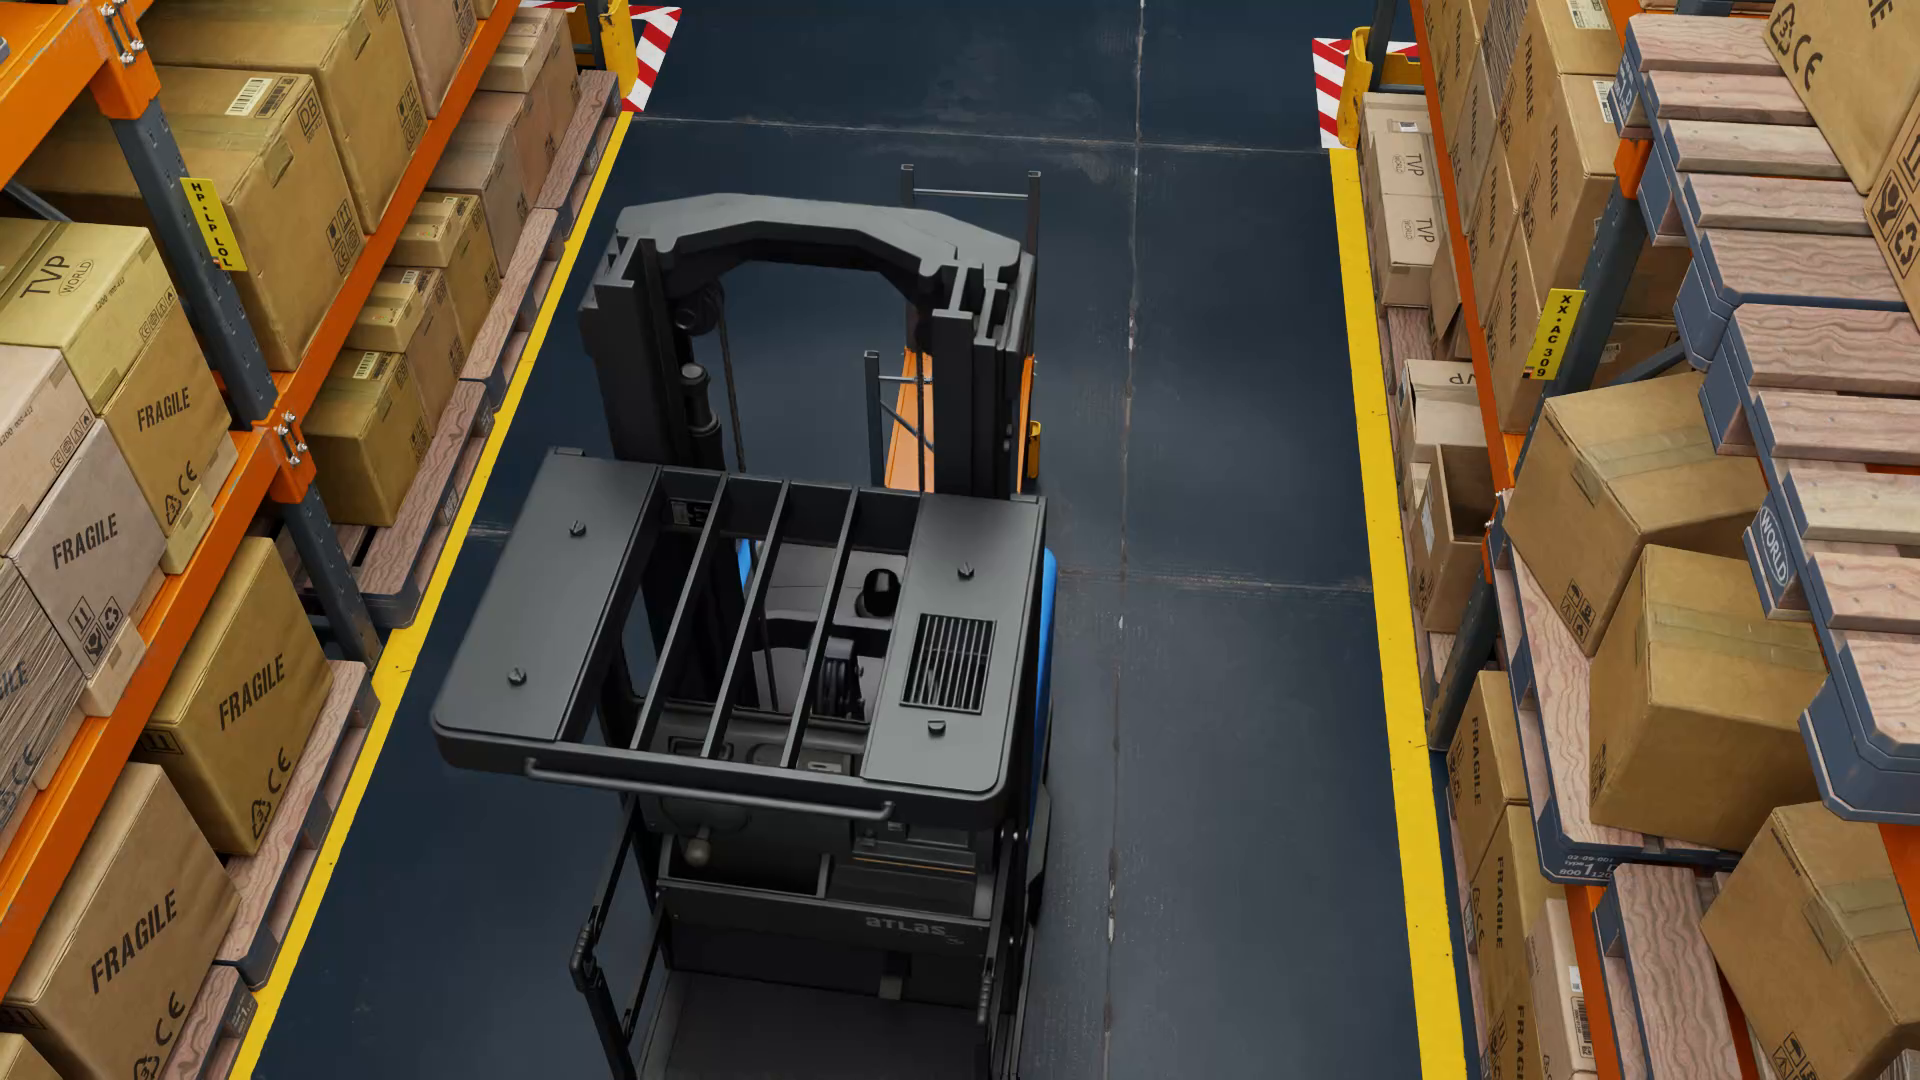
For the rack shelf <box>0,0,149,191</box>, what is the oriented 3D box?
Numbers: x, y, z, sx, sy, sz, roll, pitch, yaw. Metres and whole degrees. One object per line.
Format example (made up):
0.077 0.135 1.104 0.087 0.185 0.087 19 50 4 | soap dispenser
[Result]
-2.902 0.117 3.091 1.077 0.370 4.000 4 48 4 | rack shelf

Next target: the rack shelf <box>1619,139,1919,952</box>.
2.031 0.447 2.789 1.077 0.370 4.000 4 48 4 | rack shelf

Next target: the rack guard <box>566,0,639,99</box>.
-2.353 -2.697 8.903 1.175 0.500 0.348 4 48 4 | rack guard

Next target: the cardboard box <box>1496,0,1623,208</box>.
2.046 -1.390 5.269 0.500 0.500 0.500 3 48 3 | cardboard box

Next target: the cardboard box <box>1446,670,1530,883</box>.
1.927 0.781 5.424 0.500 0.500 0.500 2 48 2 | cardboard box

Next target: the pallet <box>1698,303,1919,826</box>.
1.993 0.035 2.806 1.213 0.211 1.003 4 48 4 | pallet

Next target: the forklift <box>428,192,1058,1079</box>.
-0.395 0.769 4.086 1.130 2.935 3.031 6 48 6 | forklift

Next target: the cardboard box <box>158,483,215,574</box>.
-2.468 -0.051 4.946 0.380 0.149 0.250 5 48 4 | cardboard box

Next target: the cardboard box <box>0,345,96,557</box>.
-2.564 -0.242 4.173 0.500 0.250 0.500 5 48 4 | cardboard box

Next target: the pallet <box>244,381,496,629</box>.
-2.573 -0.196 6.812 1.003 0.211 1.213 4 48 4 | pallet

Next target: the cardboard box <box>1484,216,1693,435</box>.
2.003 -0.671 5.289 0.500 0.500 0.500 5 48 4 | cardboard box

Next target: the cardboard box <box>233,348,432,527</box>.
-2.550 -0.424 6.540 0.700 0.500 0.500 4 48 4 | cardboard box

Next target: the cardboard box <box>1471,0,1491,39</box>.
2.139 -2.130 5.946 0.500 0.500 0.500 3 48 3 | cardboard box

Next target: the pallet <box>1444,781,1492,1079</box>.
2.177 1.289 5.454 1.003 0.211 1.213 4 48 4 | pallet

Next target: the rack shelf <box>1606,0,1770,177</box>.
2.396 -2.492 5.477 1.077 0.370 4.000 4 48 4 | rack shelf

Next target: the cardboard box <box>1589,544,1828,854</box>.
1.948 0.414 4.012 0.700 0.500 0.500 11 48 10 | cardboard box

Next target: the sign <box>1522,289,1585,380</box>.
1.672 -0.576 4.683 0.100 0.325 0.005 4 48 4 | sign

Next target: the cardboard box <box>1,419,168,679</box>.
-2.548 0.008 4.453 0.500 0.500 0.500 4 48 4 | cardboard box

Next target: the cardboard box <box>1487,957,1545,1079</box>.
1.836 1.541 4.730 0.500 0.500 0.500 4 48 4 | cardboard box

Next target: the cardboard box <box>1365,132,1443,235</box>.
2.200 -1.665 7.831 0.500 0.250 0.500 4 48 4 | cardboard box

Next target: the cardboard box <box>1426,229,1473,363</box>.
2.379 -0.940 6.996 0.797 0.503 0.637 4 48 4 | cardboard box

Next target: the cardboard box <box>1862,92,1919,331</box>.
2.056 -0.617 2.854 0.600 0.600 0.600 3 48 3 | cardboard box

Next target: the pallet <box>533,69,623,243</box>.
-2.350 -1.989 8.452 1.003 0.211 1.213 4 48 4 | pallet

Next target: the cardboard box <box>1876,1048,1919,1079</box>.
2.067 1.381 3.127 0.700 0.500 0.500 12 49 11 | cardboard box

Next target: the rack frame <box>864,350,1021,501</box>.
-0.054 -0.070 5.824 0.500 1.500 0.032 4 48 4 | rack frame

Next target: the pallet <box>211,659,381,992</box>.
-2.715 0.930 5.782 1.003 0.211 1.213 4 48 4 | pallet

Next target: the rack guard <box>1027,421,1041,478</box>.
0.038 -0.394 6.967 0.587 0.250 0.087 4 48 4 | rack guard

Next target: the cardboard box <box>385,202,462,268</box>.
-2.290 -1.266 6.871 0.380 0.149 0.250 3 48 2 | cardboard box

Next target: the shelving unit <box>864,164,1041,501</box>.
-0.007 -0.450 6.171 0.587 1.500 1.083 4 48 4 | shelving unit

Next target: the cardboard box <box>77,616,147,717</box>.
-2.502 0.335 4.594 0.380 0.149 0.250 4 48 4 | cardboard box

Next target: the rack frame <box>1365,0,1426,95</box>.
2.578 -3.192 7.663 1.000 3.000 0.127 4 48 4 | rack frame

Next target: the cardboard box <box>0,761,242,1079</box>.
-2.728 1.140 4.872 0.750 0.750 0.750 5 48 5 | cardboard box

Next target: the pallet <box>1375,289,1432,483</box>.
2.385 -0.715 7.287 1.003 0.211 1.213 4 48 4 | pallet

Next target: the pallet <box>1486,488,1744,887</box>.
2.032 0.392 4.515 1.003 0.211 1.213 4 48 4 | pallet

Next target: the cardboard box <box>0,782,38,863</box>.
-2.628 0.693 4.266 0.380 0.149 0.250 3 48 2 | cardboard box

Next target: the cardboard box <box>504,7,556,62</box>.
-2.150 -2.412 7.919 0.380 0.149 0.250 3 48 3 | cardboard box

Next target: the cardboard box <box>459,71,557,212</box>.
-2.365 -1.932 7.919 0.700 0.500 0.500 4 48 3 | cardboard box

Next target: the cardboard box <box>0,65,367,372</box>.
-2.654 -1.082 5.529 0.980 0.700 0.700 5 48 4 | cardboard box

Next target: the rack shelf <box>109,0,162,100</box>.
-2.538 -2.822 5.779 1.077 0.370 4.000 4 48 4 | rack shelf

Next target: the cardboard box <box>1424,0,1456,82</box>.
2.184 -2.169 6.660 0.500 0.500 0.500 4 48 3 | cardboard box

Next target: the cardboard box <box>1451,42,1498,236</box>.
2.093 -1.428 5.981 0.500 0.500 0.500 5 48 4 | cardboard box

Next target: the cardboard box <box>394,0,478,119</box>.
-2.526 -2.153 6.509 0.980 0.700 0.700 2 48 2 | cardboard box

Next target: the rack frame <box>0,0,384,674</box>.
-2.720 -0.583 5.277 1.000 3.000 0.127 4 48 4 | rack frame

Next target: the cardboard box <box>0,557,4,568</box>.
-2.611 0.133 3.830 0.500 0.250 0.500 5 48 4 | cardboard box

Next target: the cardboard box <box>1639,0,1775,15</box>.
1.993 -1.590 4.266 0.500 0.250 0.500 4 48 4 | cardboard box

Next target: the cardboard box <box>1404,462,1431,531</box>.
1.957 -0.157 6.520 0.380 0.149 0.250 4 48 4 | cardboard box

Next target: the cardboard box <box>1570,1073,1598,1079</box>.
1.790 1.632 4.138 0.500 0.250 0.500 3 48 3 | cardboard box

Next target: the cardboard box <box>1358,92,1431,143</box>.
2.197 -2.094 8.292 0.380 0.149 0.250 4 48 4 | cardboard box

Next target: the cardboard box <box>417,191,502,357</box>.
-2.452 -1.170 7.223 0.700 0.500 0.500 5 48 4 | cardboard box
